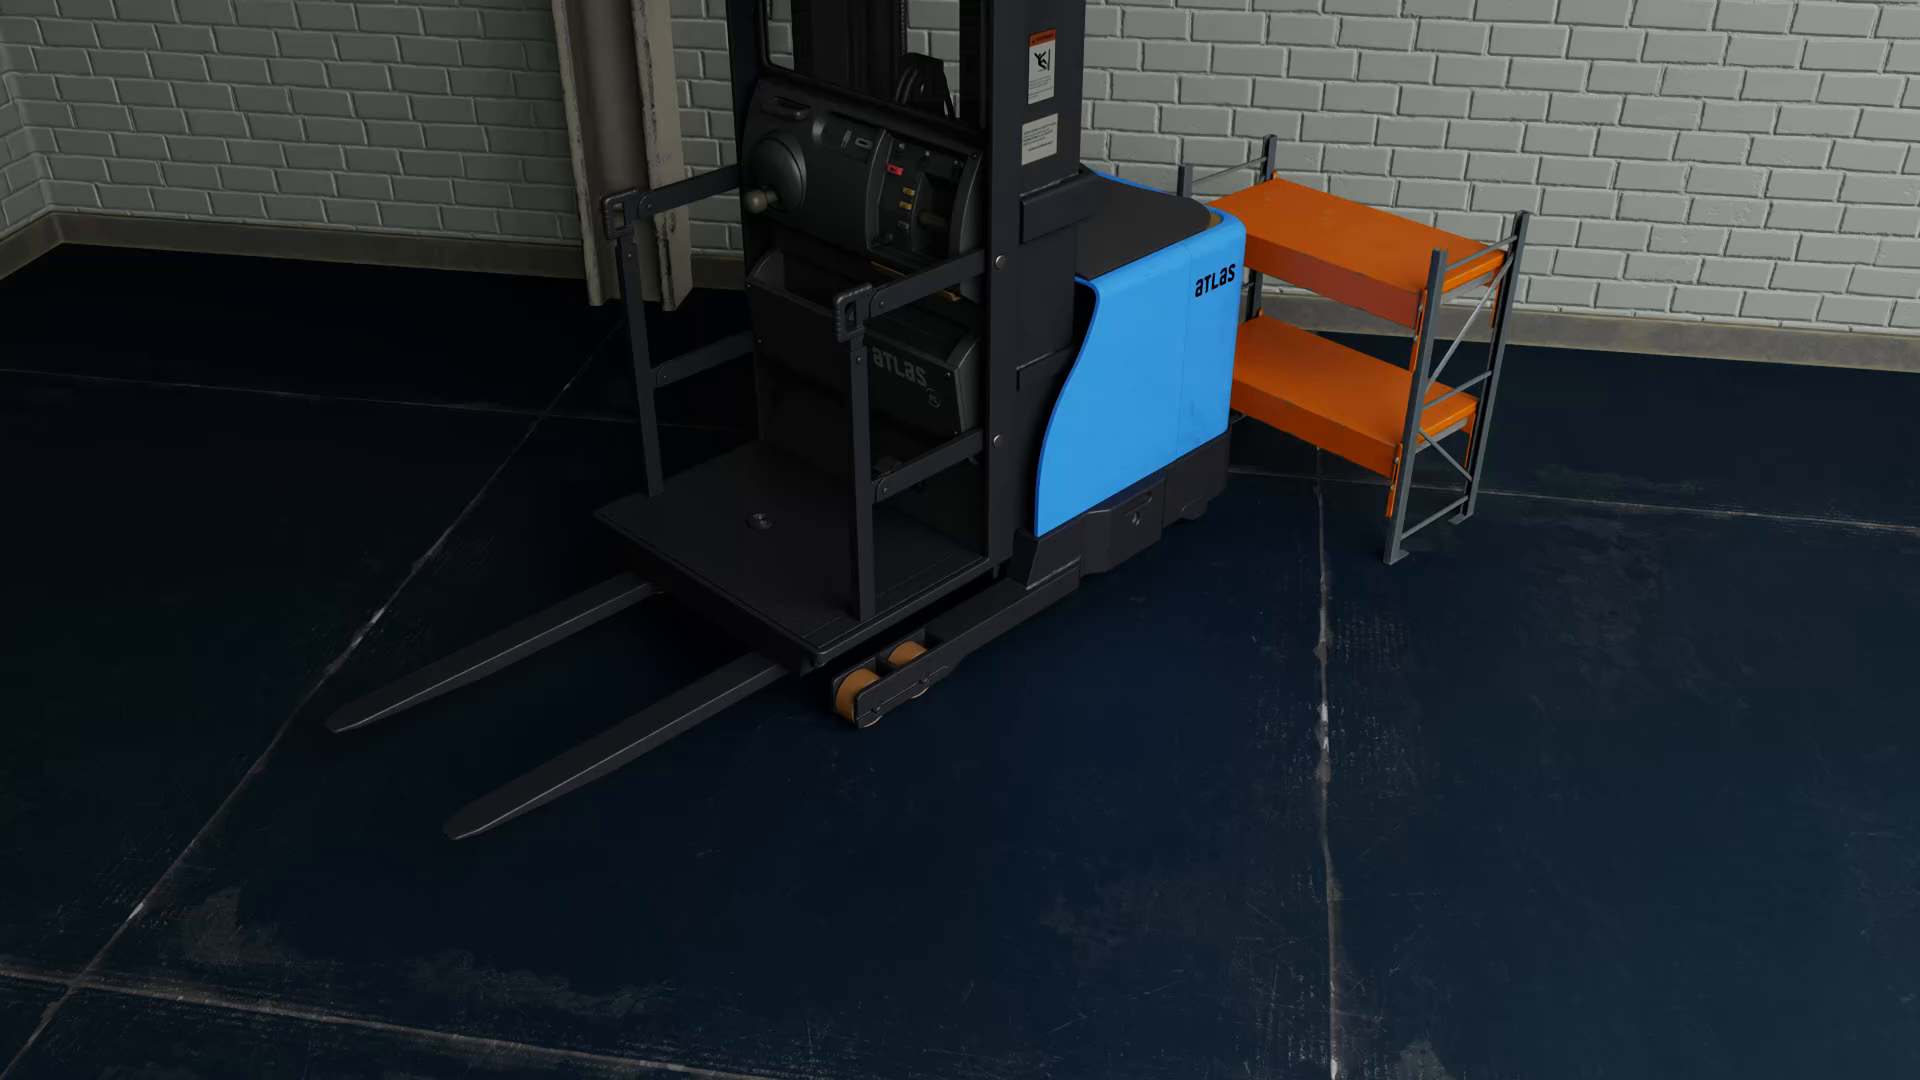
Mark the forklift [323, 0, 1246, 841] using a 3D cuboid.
[{"bbox_3d":[-0.441,-1.004,4.592,1.130,2.935,3.031,27,41,36],"label":"forklift"}]

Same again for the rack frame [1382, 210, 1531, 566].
[{"bbox_3d":[1.625,-0.485,5.465,0.500,1.125,0.032,-26,40,-35],"label":"rack frame"}]

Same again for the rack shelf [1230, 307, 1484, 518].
[{"bbox_3d":[1.282,-0.477,5.913,0.538,0.278,1.000,-26,40,-35],"label":"rack shelf"}]

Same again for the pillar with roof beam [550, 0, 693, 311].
[{"bbox_3d":[-2.161,-2.675,1.543,0.400,9.000,9.100,5,32,8],"label":"pillar with roof beam"}]

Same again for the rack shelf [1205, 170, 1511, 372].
[{"bbox_3d":[1.282,-0.932,5.628,0.538,0.278,1.000,-26,40,-35],"label":"rack shelf"}]

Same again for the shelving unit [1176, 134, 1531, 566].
[{"bbox_3d":[1.282,-0.684,5.783,0.538,1.125,1.048,-26,40,-35],"label":"shelving unit"}]

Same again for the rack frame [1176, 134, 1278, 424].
[{"bbox_3d":[0.940,-0.884,6.102,0.500,1.125,0.032,-26,40,-35],"label":"rack frame"}]
